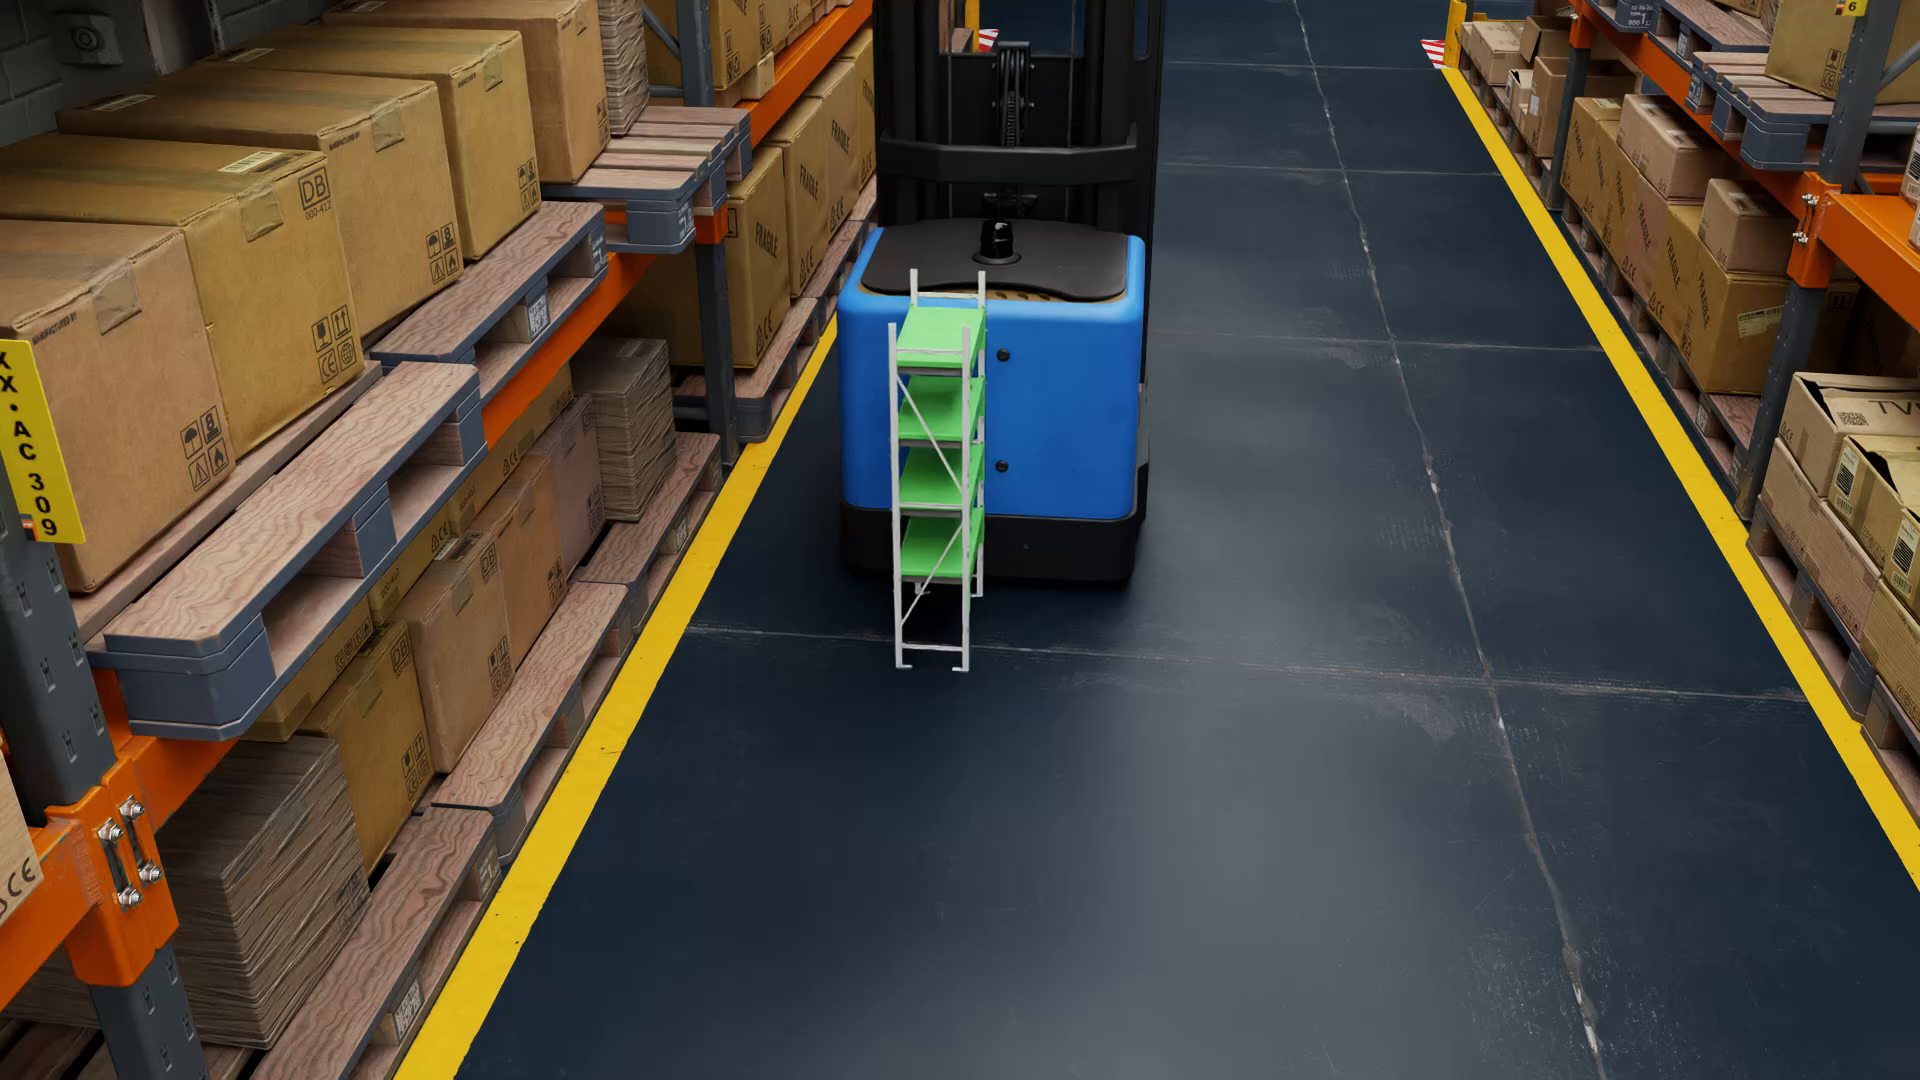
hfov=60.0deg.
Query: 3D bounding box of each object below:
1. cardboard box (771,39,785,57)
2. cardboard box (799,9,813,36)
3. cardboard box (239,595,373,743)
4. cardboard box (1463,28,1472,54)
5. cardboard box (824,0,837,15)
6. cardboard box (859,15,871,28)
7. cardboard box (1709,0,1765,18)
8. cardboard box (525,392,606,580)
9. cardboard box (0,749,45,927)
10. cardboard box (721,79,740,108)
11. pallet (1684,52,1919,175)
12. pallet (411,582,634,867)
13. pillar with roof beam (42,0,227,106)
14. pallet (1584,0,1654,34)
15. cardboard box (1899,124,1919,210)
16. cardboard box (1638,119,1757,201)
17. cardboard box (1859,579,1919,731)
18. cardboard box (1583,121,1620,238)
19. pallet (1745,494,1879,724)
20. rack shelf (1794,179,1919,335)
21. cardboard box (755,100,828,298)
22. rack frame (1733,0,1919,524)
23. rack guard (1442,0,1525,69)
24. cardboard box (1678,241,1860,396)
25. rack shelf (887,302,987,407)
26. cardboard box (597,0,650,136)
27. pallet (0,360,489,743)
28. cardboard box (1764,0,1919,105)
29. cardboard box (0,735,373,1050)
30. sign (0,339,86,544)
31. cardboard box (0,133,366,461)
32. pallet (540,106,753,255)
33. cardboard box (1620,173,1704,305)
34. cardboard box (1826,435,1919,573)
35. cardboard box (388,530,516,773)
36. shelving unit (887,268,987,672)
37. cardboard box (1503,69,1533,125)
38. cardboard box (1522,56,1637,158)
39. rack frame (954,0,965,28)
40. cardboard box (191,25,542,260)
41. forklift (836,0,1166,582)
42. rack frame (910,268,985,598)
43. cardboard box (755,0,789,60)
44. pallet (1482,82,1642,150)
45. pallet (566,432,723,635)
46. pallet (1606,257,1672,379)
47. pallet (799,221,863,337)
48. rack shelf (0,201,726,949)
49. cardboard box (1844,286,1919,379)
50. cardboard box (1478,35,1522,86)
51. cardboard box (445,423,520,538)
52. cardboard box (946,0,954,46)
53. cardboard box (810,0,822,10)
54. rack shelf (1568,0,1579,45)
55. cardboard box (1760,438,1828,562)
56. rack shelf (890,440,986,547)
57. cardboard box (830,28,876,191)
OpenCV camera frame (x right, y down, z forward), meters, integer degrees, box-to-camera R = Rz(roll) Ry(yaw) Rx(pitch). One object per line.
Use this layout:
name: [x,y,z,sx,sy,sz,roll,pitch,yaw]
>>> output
cardboard box: [-1.017,-2.318,7.633,0.380,0.149,0.250,4,29,7]
cardboard box: [-0.931,-2.556,8.076,0.380,0.149,0.250,4,29,8]
cardboard box: [-1.783,0.234,4.034,0.500,0.250,0.500,3,28,5]
cardboard box: [4.057,-3.802,12.667,0.380,0.166,0.250,3,28,6]
cardboard box: [-0.842,-2.798,8.524,0.380,0.149,0.250,3,28,6]
cardboard box: [-0.511,-3.420,10.944,0.380,0.149,0.250,4,29,8]
cardboard box: [3.834,-2.661,7.478,0.700,0.500,0.500,-4,29,-7]
cardboard box: [-1.632,-0.186,5.604,0.700,0.500,0.500,3,28,6]
cardboard box: [-1.665,0.510,2.278,0.500,0.250,0.500,3,29,6]
cardboard box: [-1.108,-1.828,6.725,0.380,0.149,0.250,4,29,7]
pallet: [3.513,-1.623,6.302,1.213,0.211,1.003,3,28,6]
pallet: [-1.667,0.497,5.104,1.003,0.211,1.213,3,28,6]
pillar with roof beam: [1.837,-3.500,3.258,9.100,9.000,0.400,3,28,6]
pallet: [3.783,-2.813,8.511,1.003,0.211,1.213,3,28,6]
cardboard box: [3.412,-1.177,5.365,0.500,0.311,0.500,5,29,9]
cardboard box: [3.505,-1.770,7.754,0.500,0.250,0.500,3,28,5]
cardboard box: [3.025,0.352,4.890,0.500,0.250,0.500,3,28,5]
cardboard box: [3.634,-1.895,8.777,0.500,0.500,0.500,4,29,7]
pallet: [3.360,0.228,5.603,1.003,0.211,1.213,3,28,6]
rack shelf: [3.254,-0.126,4.080,1.077,0.370,4.000,3,28,6]
cardboard box: [-1.083,-1.660,7.992,0.750,0.750,0.750,3,28,6]
rack frame: [3.499,-1.384,5.657,1.000,3.000,0.127,3,28,6]
rack guard: [4.470,-4.014,13.173,1.175,0.500,0.348,3,28,6]
cardboard box: [3.381,-0.932,6.988,0.500,0.500,0.500,4,29,8]
rack shelf: [-0.065,-0.586,5.194,0.258,0.148,0.480,3,28,5]
cardboard box: [-1.465,-1.686,5.648,0.700,0.500,0.500,0,28,0]
pallet: [-1.669,-0.055,3.391,1.003,0.211,1.213,3,28,6]
cardboard box: [3.465,-1.916,6.096,0.700,0.500,0.500,-6,29,-11]
cardboard box: [-1.834,0.772,3.827,0.700,0.500,0.500,4,29,8]
sign: [-1.368,-0.141,2.436,0.100,0.325,0.005,3,28,6]
cardboard box: [-1.736,-0.526,3.494,0.700,0.500,0.500,6,29,11]
pallet: [-1.399,-1.244,5.600,1.213,0.211,1.003,3,28,6]
cardboard box: [3.503,-1.422,7.899,0.500,0.500,0.500,2,28,4]
cardboard box: [3.088,-0.128,5.191,0.500,0.311,0.500,3,28,5]
cardboard box: [-1.718,0.288,4.725,0.700,0.500,0.500,4,29,7]
shelving unit: [-0.065,-0.219,5.392,0.258,1.200,0.503,3,28,5]
cardboard box: [3.870,-2.915,10.869,0.500,0.311,0.500,3,28,6]
cardboard box: [3.778,-2.645,10.169,0.500,0.500,0.500,3,28,6]
rack frame: [-0.437,-5.436,13.178,1.000,3.000,0.127,3,28,6]
cardboard box: [-1.596,-1.099,4.557,0.700,0.500,0.500,3,28,6]
forklift: [0.244,-1.815,6.528,1.130,2.935,3.031,3,28,5]
rack frame: [-0.039,-0.334,5.605,0.240,1.200,0.015,3,28,5]
cardboard box: [-1.030,-2.314,6.943,0.500,0.500,0.500,4,29,8]
pallet: [4.222,-2.939,11.482,1.003,0.211,1.213,3,28,6]
pallet: [-1.515,-0.075,6.167,1.003,0.211,1.213,3,28,6]
pallet: [3.780,-1.079,8.030,1.003,0.211,1.213,3,28,6]
pallet: [-1.094,-1.382,8.593,1.003,0.211,1.213,3,28,6]
rack shelf: [-1.662,-0.412,4.611,1.077,0.370,4.000,3,28,6]
cardboard box: [3.839,-0.675,6.513,0.500,0.500,0.500,5,29,8]
cardboard box: [4.009,-3.423,11.877,0.500,0.250,0.500,3,28,6]
cardboard box: [-1.644,-0.245,4.923,0.500,0.250,0.500,3,28,6]
cardboard box: [-0.424,-4.185,13.049,0.700,0.500,0.500,3,28,6]
cardboard box: [-0.912,-2.793,7.832,0.500,0.500,0.500,4,29,8]
rack shelf: [4.235,-3.892,11.070,1.077,0.370,4.000,3,28,6]
cardboard box: [3.144,-0.129,5.784,0.500,0.250,0.500,3,28,6]
rack shelf: [-0.065,-0.163,5.422,0.258,0.148,0.480,3,28,5]
cardboard box: [-0.878,-2.478,9.511,0.750,0.750,0.750,4,29,7]
